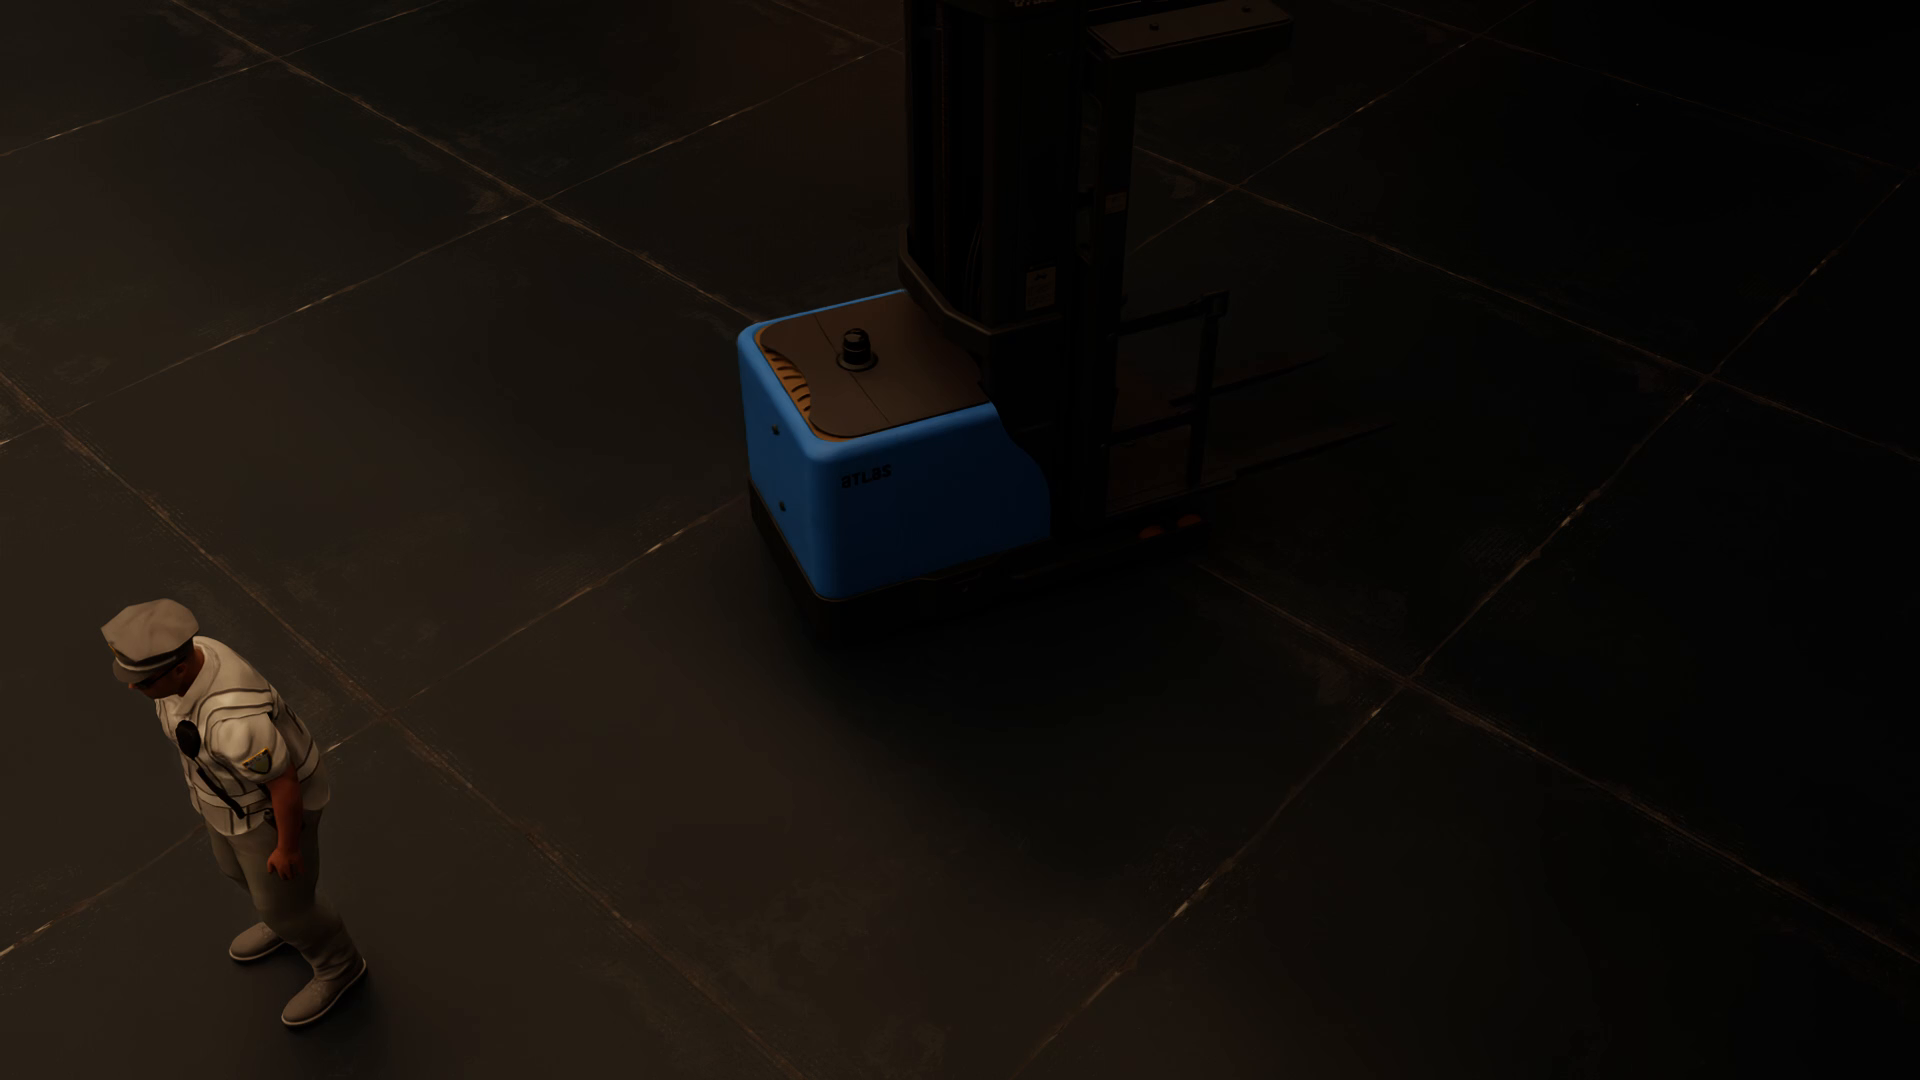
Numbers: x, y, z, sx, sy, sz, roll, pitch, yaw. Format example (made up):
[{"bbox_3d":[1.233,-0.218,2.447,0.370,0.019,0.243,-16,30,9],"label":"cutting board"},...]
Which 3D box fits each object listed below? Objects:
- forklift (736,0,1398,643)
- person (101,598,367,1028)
[{"bbox_3d":[0.593,-1.313,6.959,3.031,2.935,1.130,-16,43,-18],"label":"forklift"},{"bbox_3d":[-2.275,0.843,5.354,0.585,1.747,0.440,32,50,32],"label":"person"}]
